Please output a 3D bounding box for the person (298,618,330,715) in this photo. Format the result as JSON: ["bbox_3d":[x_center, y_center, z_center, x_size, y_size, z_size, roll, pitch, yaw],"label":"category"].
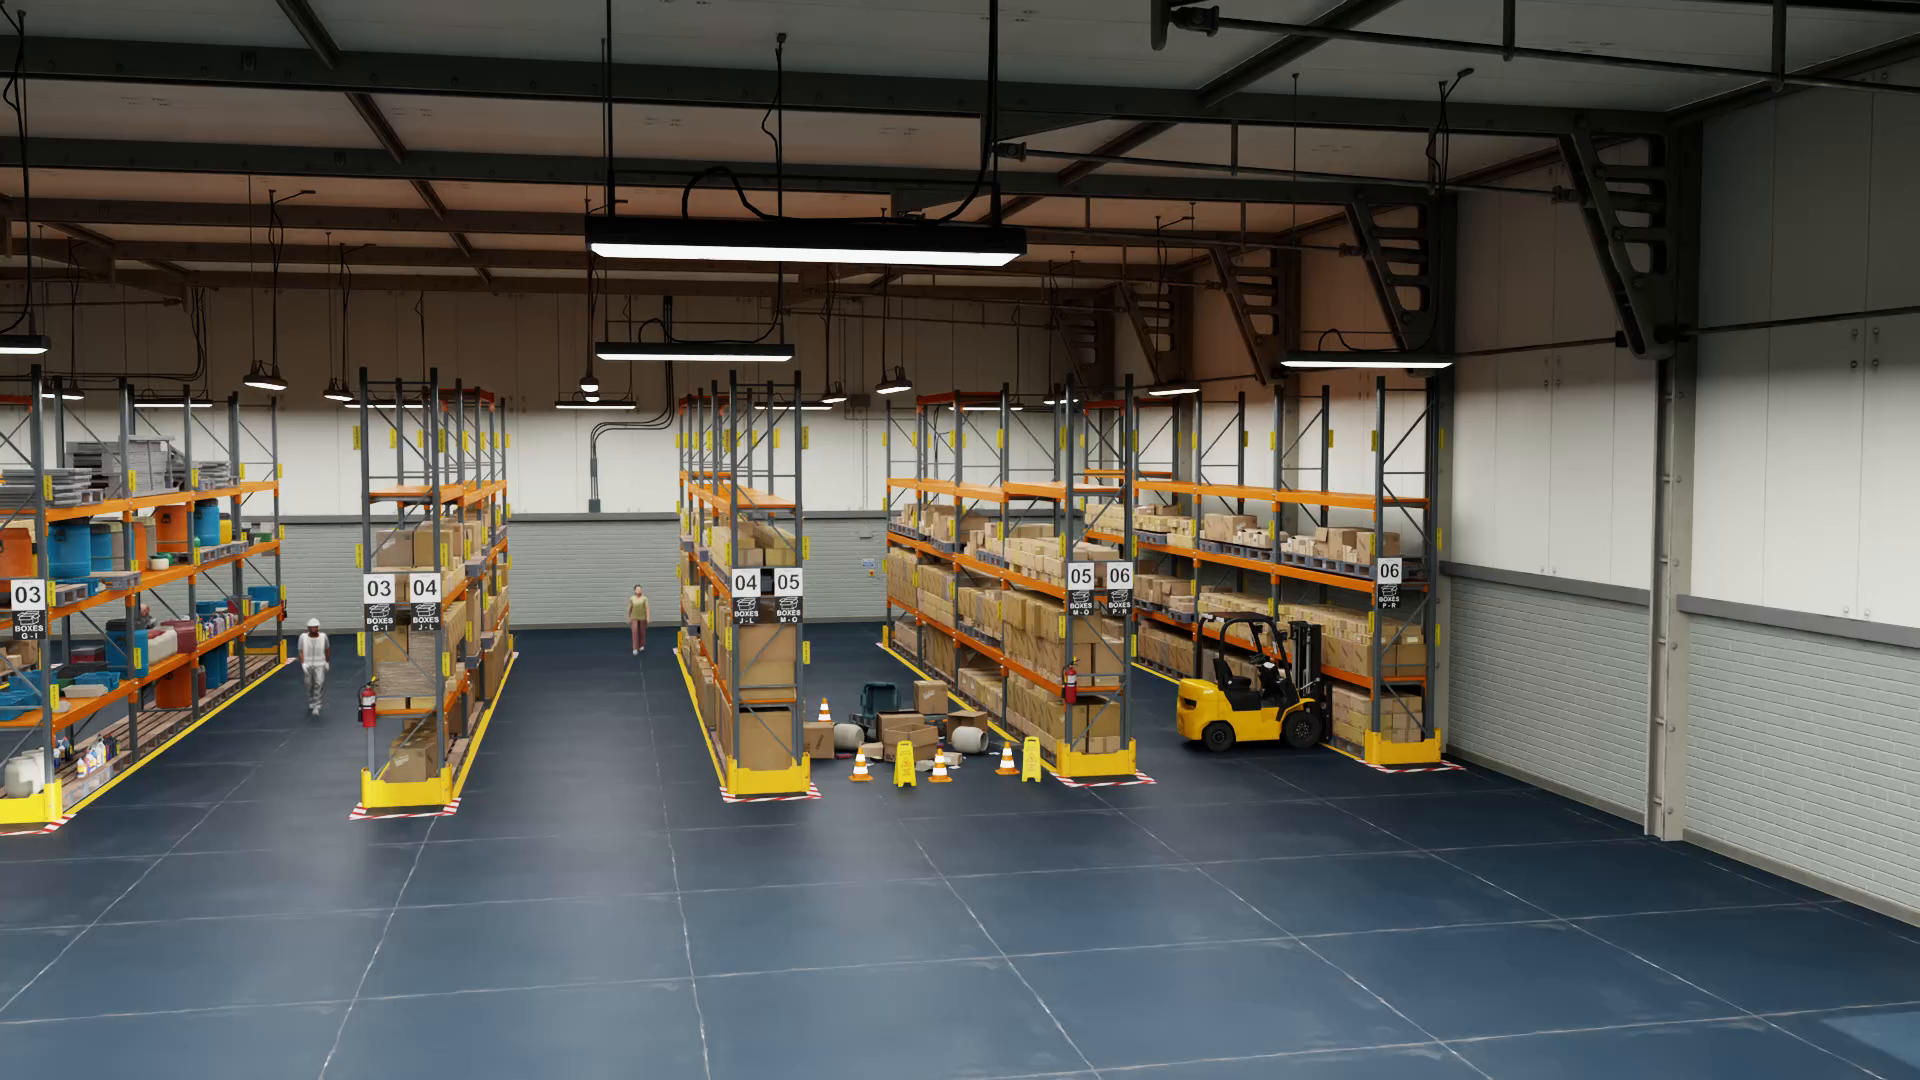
[{"bbox_3d":[-11.867,2.305,30.544,0.545,1.732,0.963,-1,4,-20],"label":"person"}]

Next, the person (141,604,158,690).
[{"bbox_3d":[-16.495,2.185,33.540,0.578,1.775,0.662,1,3,12],"label":"person"}]

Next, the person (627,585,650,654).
[{"bbox_3d":[-7.557,1.855,39.077,0.531,1.603,1.064,-1,3,-8],"label":"person"}]
